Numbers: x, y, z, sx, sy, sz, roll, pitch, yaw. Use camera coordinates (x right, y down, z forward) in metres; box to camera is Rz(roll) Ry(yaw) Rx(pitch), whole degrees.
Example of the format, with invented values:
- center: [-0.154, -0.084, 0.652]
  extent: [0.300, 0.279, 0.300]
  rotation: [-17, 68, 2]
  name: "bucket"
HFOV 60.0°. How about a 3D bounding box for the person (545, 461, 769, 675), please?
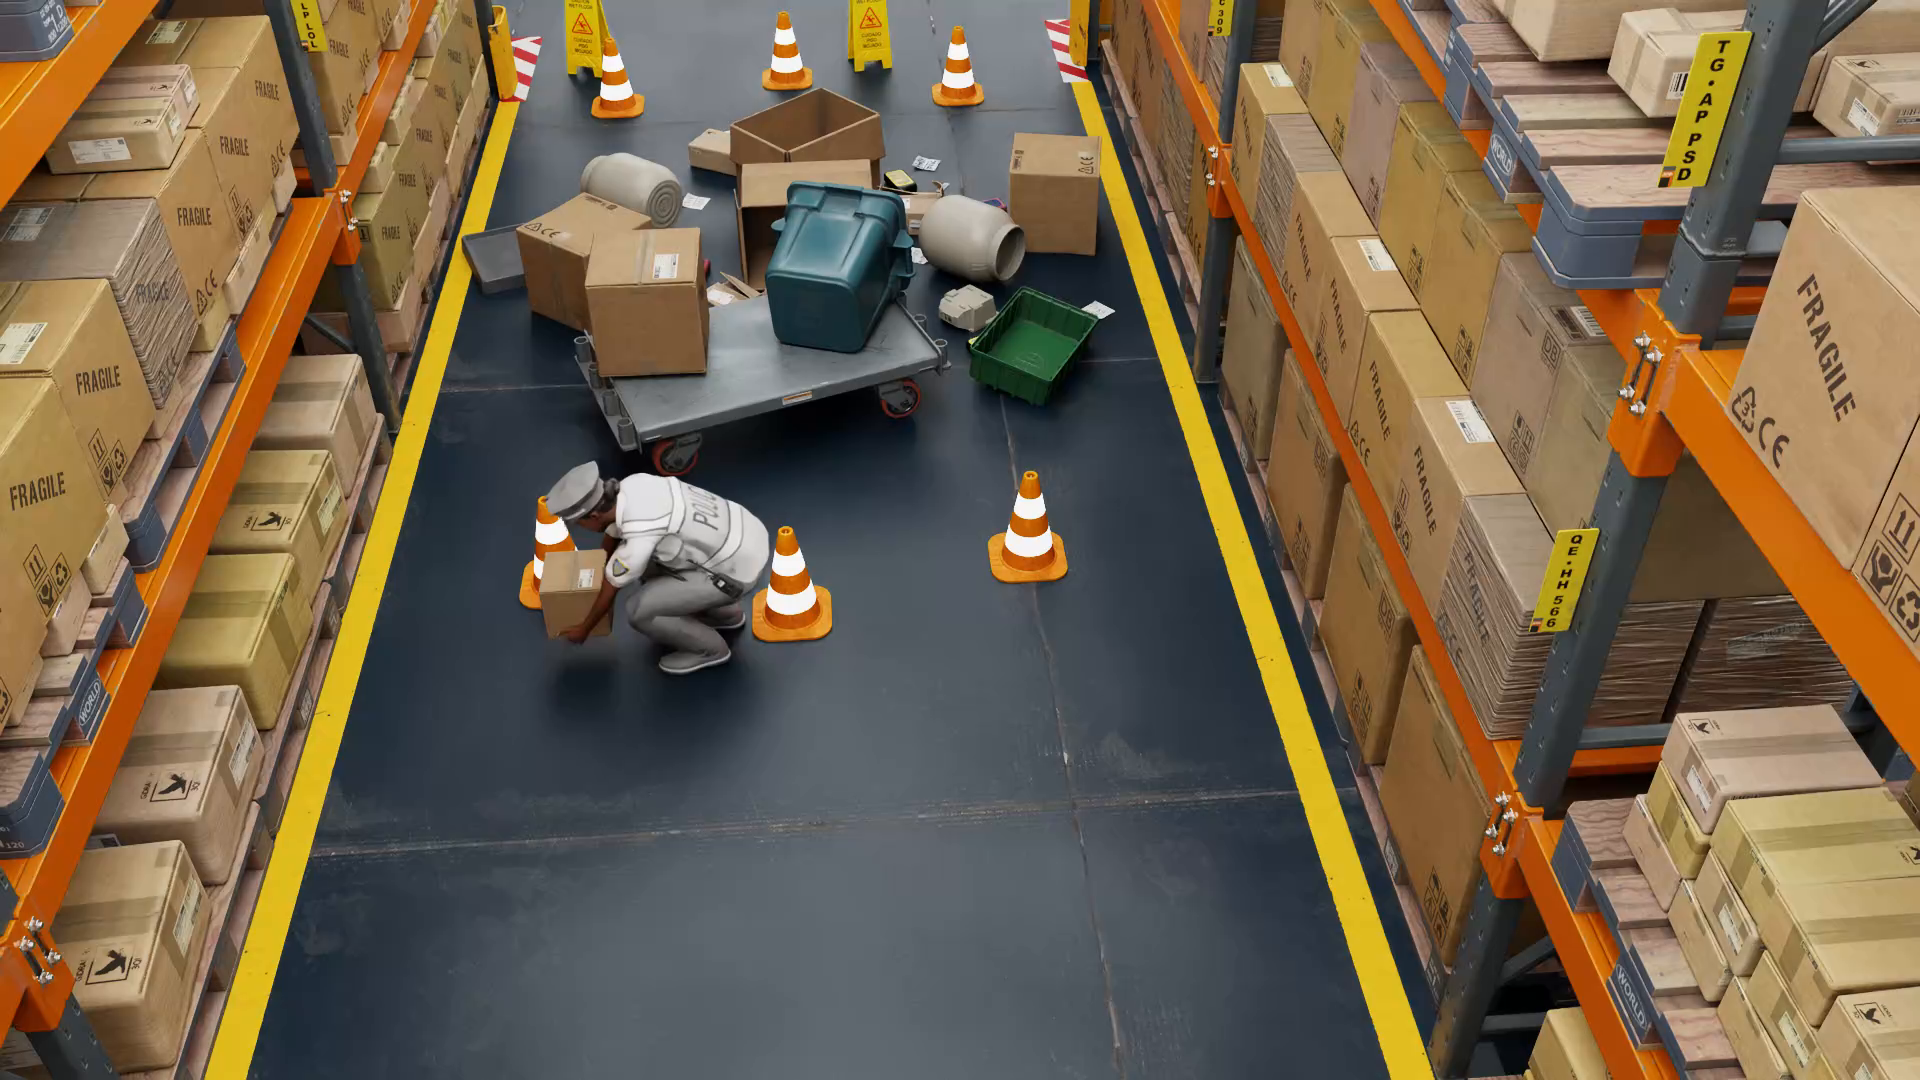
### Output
- center: [-1.192, 0.080, 6.612]
  extent: [0.867, 0.976, 0.460]
  rotation: [-4, 40, -5]
  name: "person"
